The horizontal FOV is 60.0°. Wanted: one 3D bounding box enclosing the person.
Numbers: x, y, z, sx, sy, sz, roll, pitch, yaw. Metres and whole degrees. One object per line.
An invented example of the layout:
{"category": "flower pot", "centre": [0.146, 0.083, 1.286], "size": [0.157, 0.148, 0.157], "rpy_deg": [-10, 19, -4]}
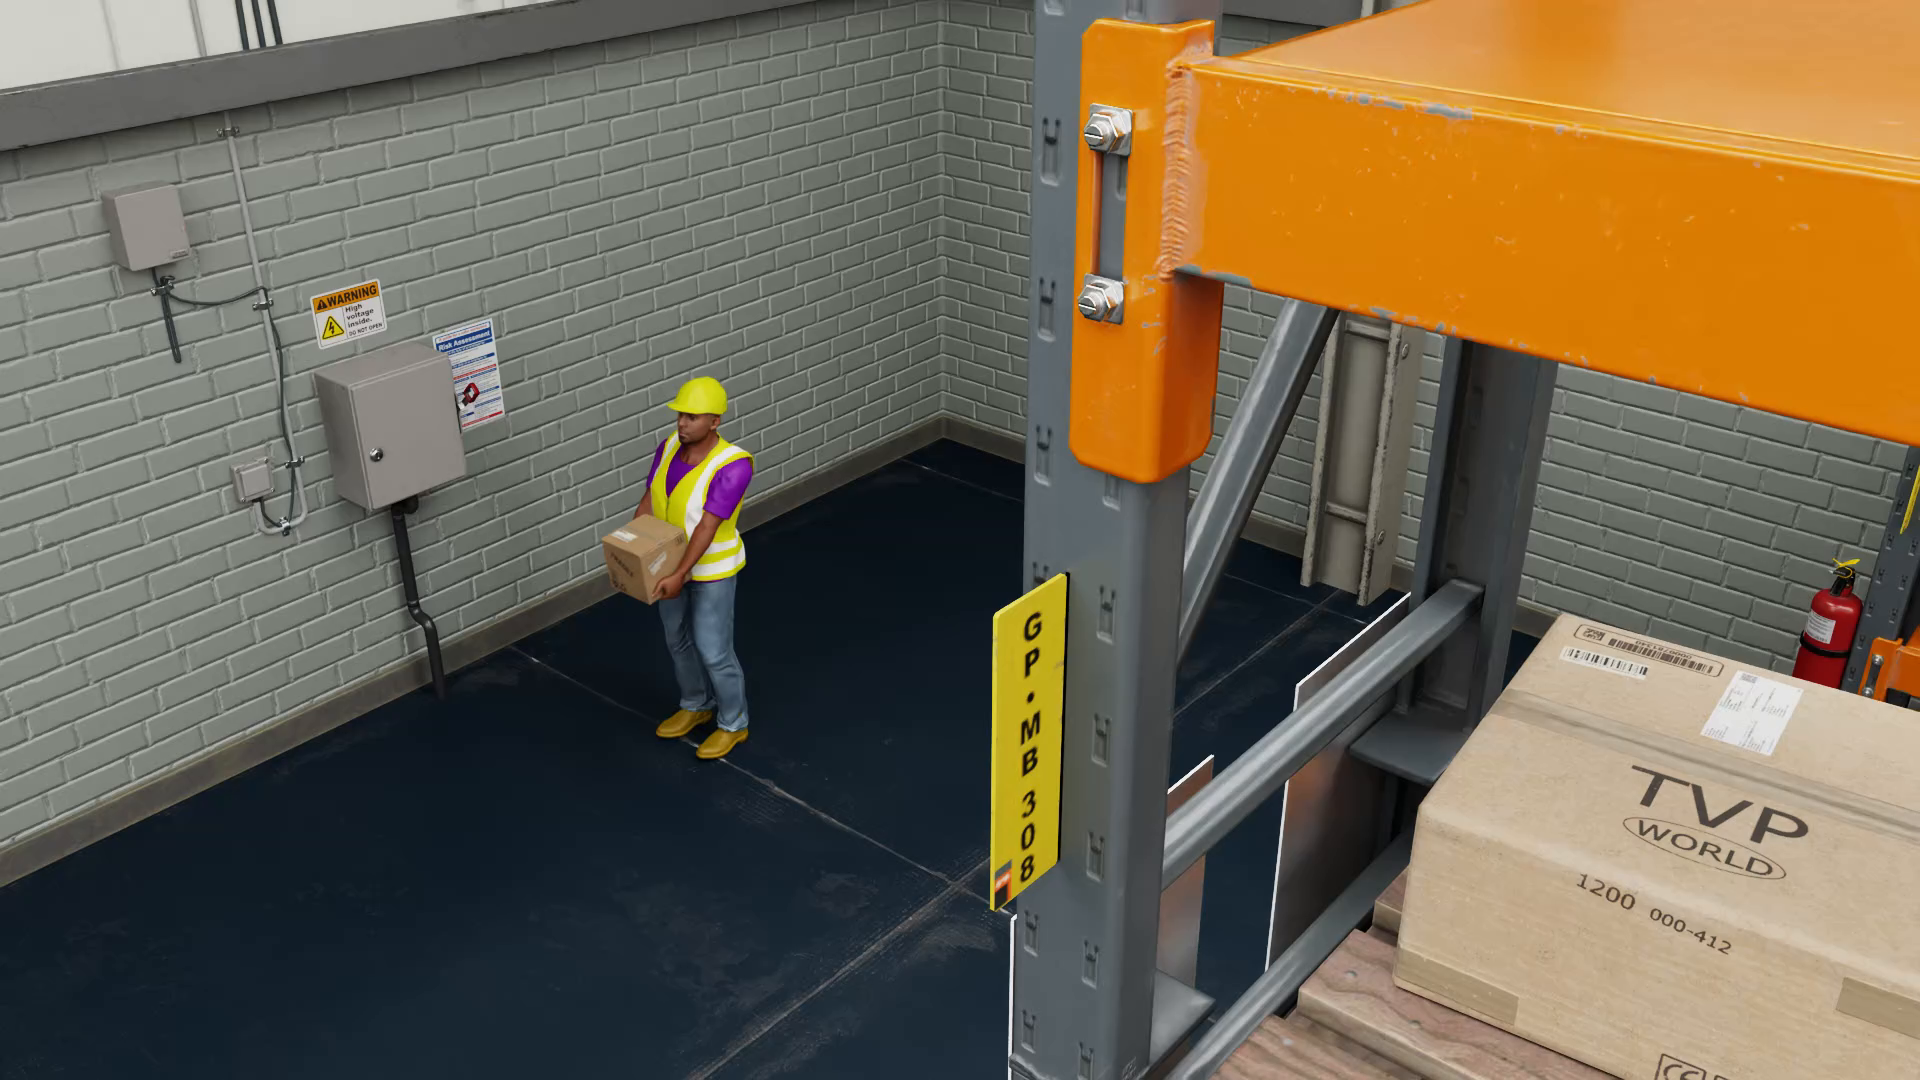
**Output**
{"category": "person", "centre": [-1.206, 0.156, 7.298], "size": [0.502, 1.758, 0.577], "rpy_deg": [21, 34, 35]}
